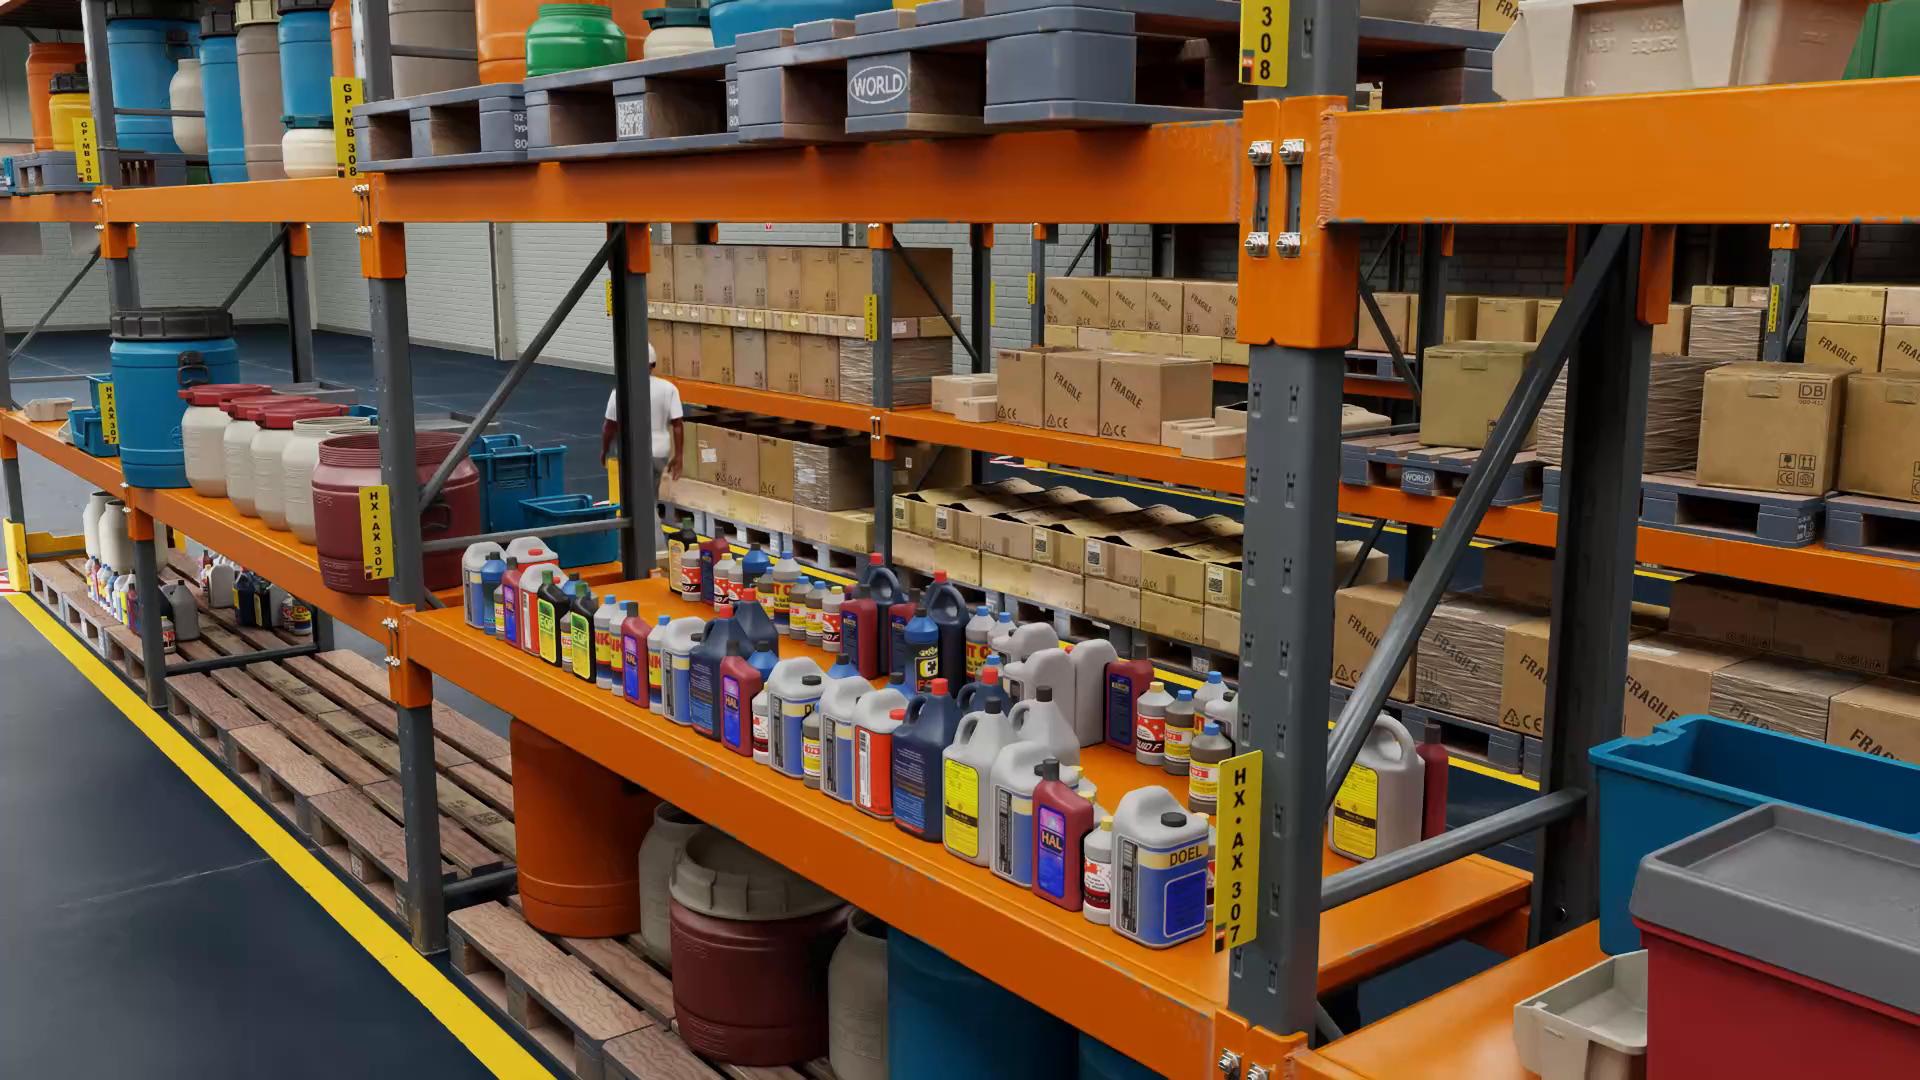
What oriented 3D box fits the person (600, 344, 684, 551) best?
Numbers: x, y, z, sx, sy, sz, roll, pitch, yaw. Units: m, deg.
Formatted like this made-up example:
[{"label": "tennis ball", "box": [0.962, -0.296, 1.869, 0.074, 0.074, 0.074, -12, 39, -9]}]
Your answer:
[{"label": "person", "box": [-2.496, -0.686, 12.855, 0.566, 1.709, 1.004, -8, 13, -35]}]
